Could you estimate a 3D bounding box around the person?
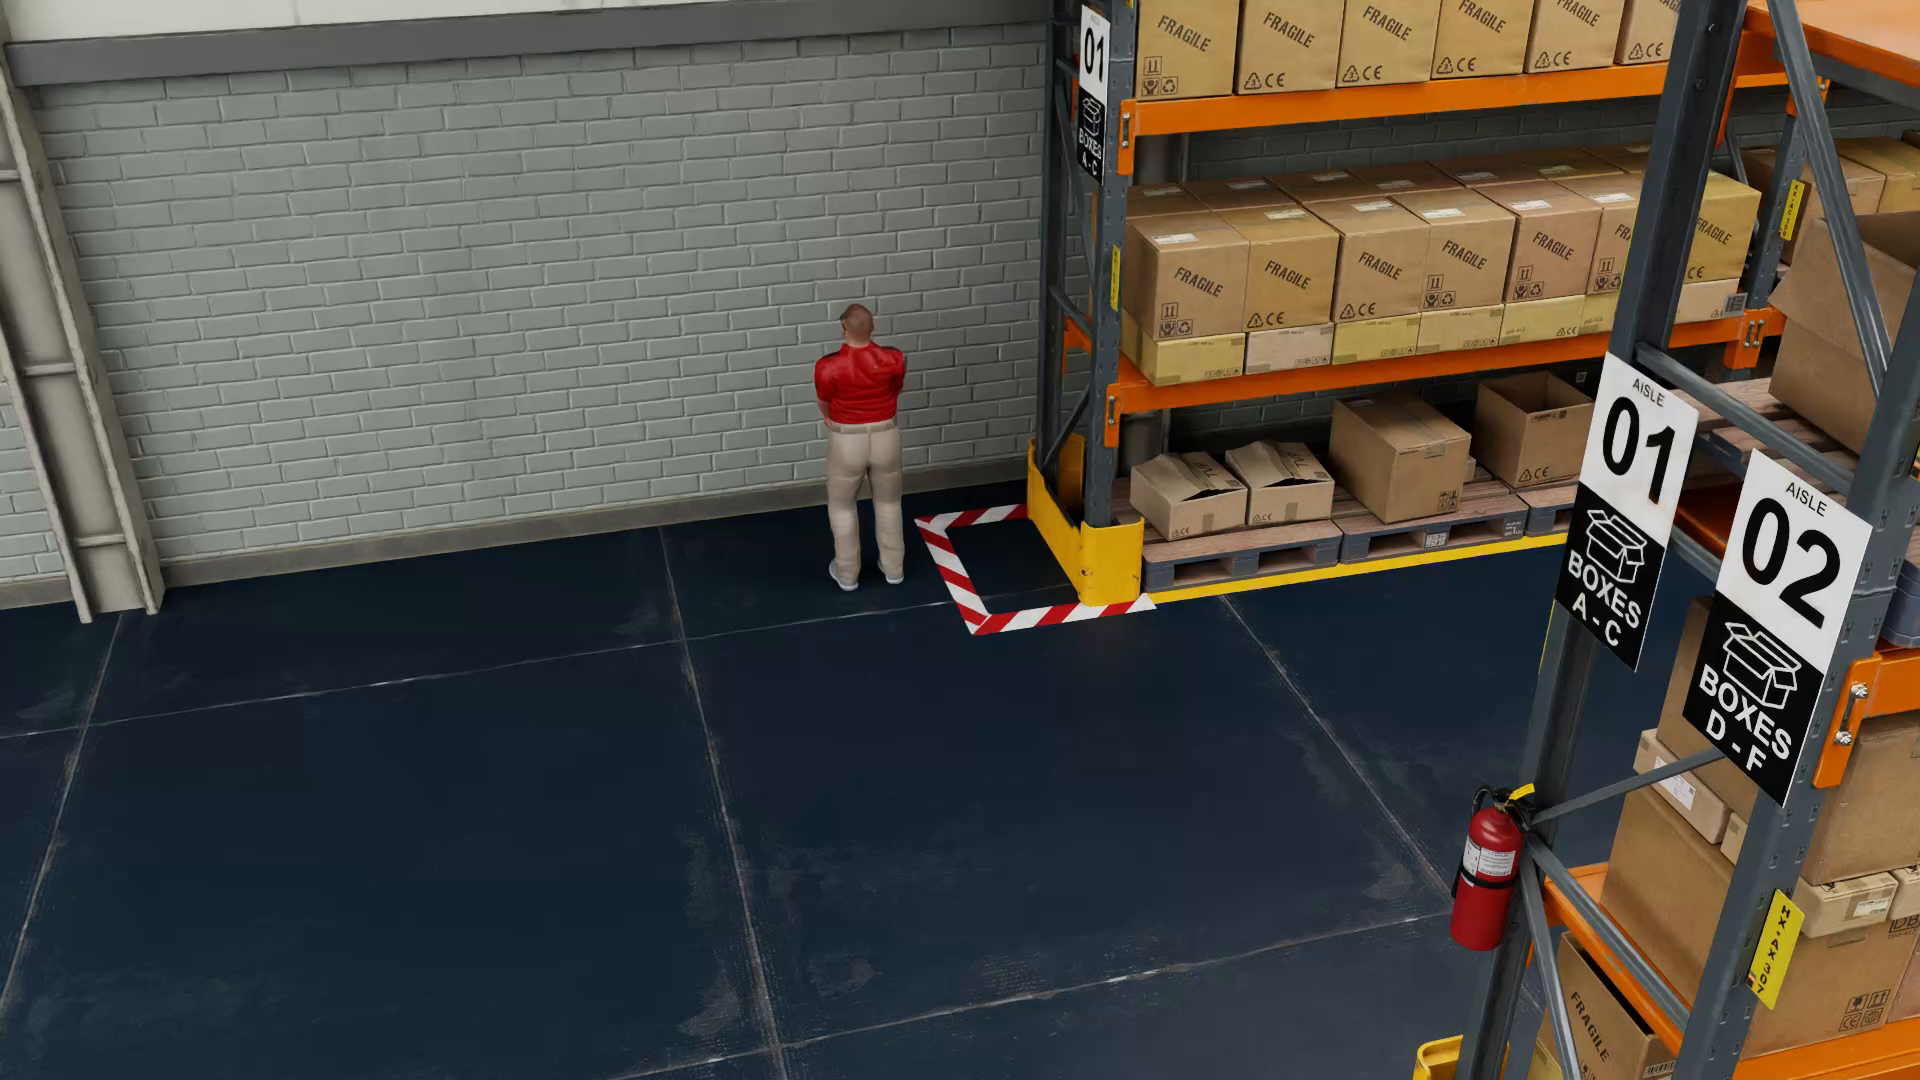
[{"bbox_3d":[-0.567,-0.557,9.227,0.495,1.715,0.530,-8,31,-13],"label":"person"}]
